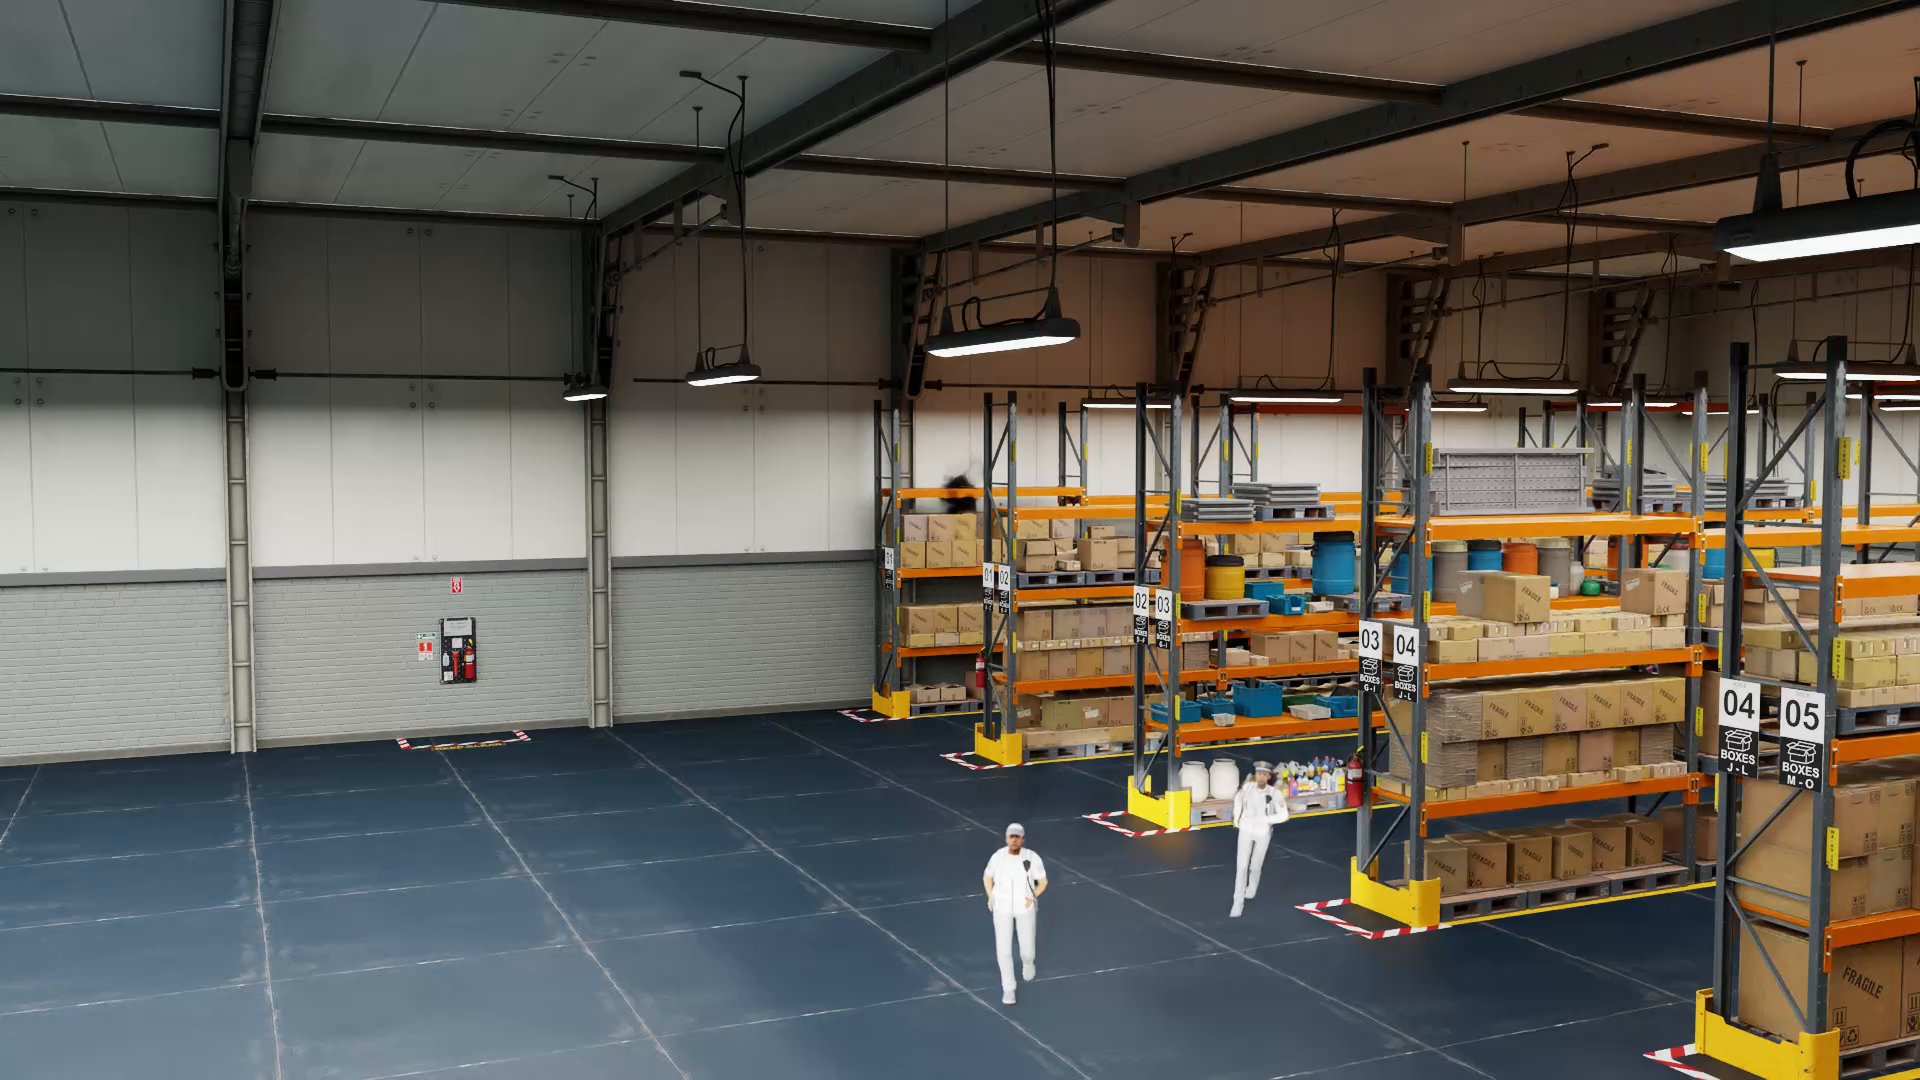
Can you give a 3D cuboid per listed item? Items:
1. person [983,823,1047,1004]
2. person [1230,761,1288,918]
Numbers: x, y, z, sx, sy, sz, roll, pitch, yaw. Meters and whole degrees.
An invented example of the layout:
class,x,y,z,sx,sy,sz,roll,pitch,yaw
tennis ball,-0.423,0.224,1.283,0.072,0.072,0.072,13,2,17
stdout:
class,x,y,z,sx,sy,sz,roll,pitch,yaw
person,0.507,3.448,15.539,0.611,1.619,0.664,0,3,7
person,3.305,3.267,18.407,0.612,1.701,0.858,1,4,21
